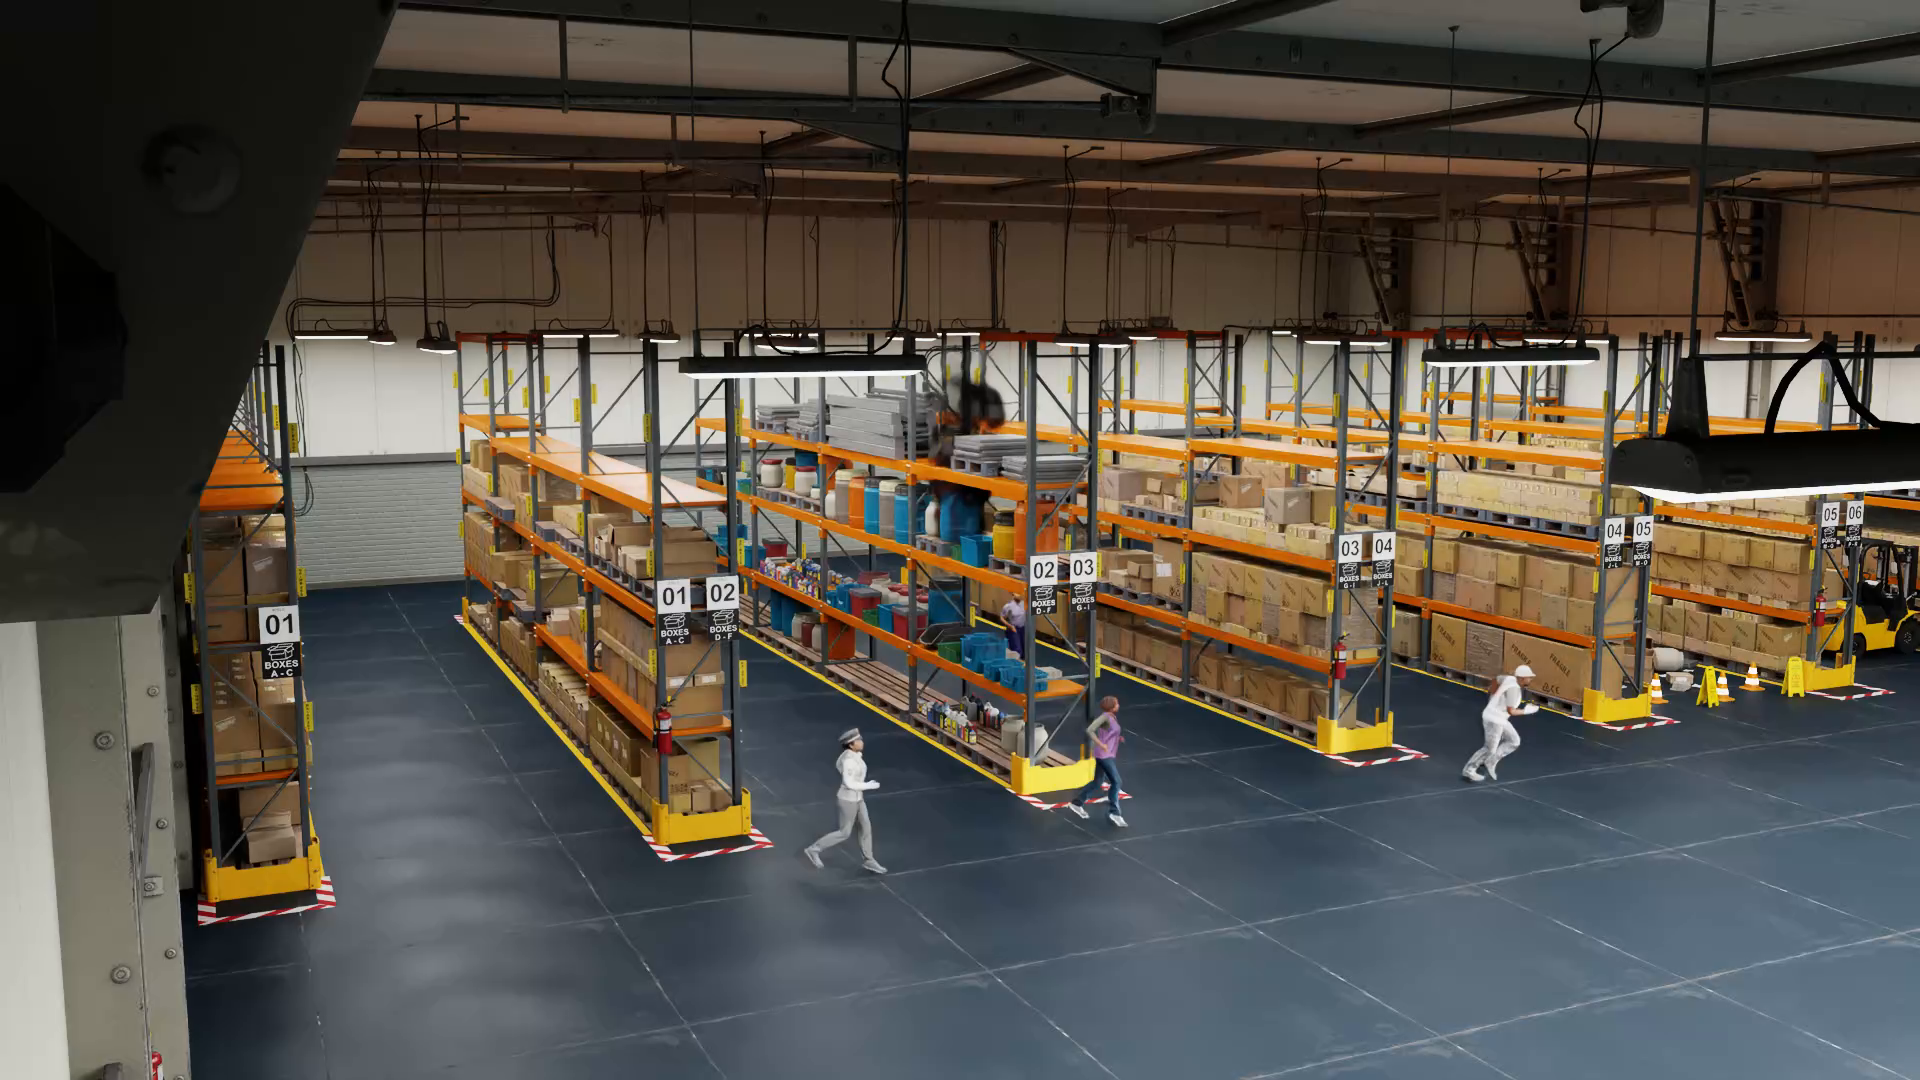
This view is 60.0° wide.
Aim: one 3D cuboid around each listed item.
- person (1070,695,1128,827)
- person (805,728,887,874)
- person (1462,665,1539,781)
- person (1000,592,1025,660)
[{"bbox_3d":[1.774,2.759,20.912,0.749,1.615,0.537,2,8,13],"label":"person"},{"bbox_3d":[-1.292,2.963,18.898,0.922,1.711,0.625,0,8,2],"label":"person"},{"bbox_3d":[7.359,2.478,22.617,0.953,1.621,0.713,2,8,18],"label":"person"},{"bbox_3d":[0.984,1.624,29.118,0.605,1.593,0.578,-5,9,-30],"label":"person"}]
